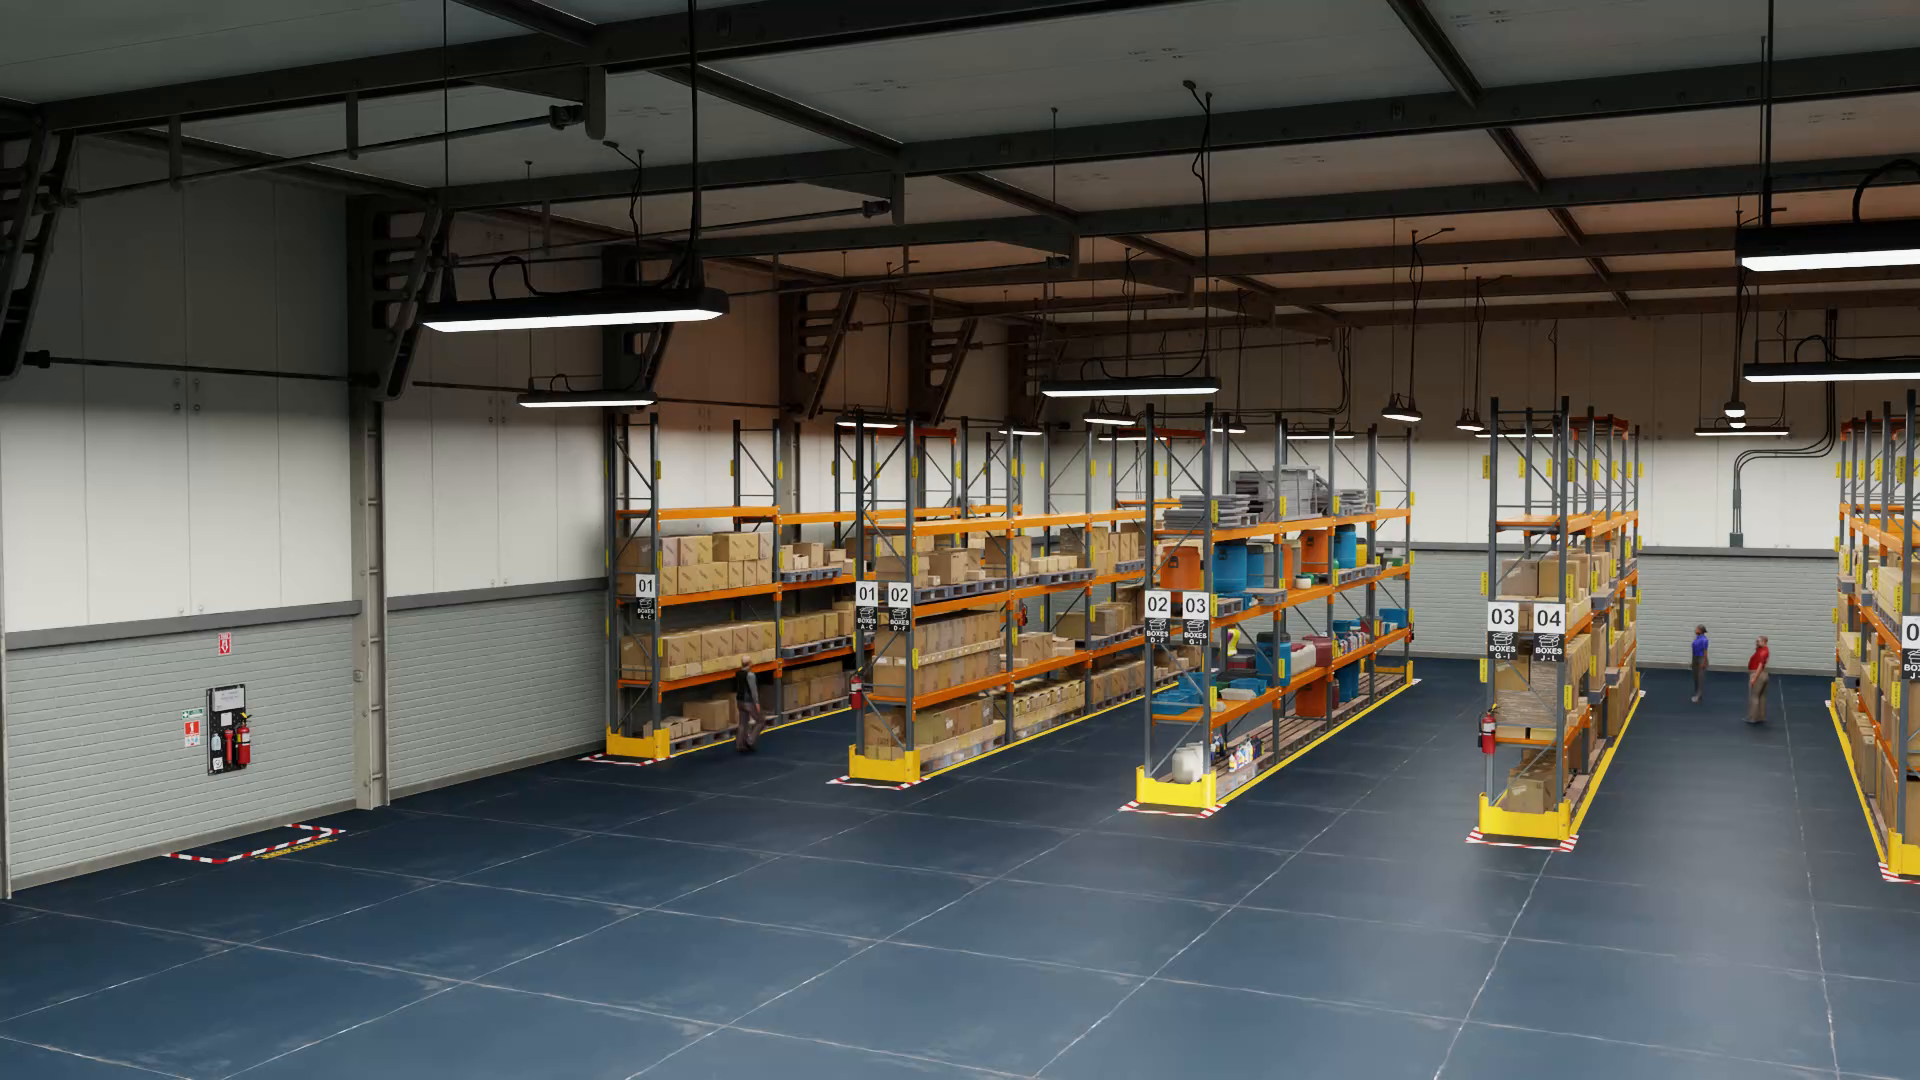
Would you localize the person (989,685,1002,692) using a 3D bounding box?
[{"bbox_3d":[0.709,2.725,34.751,0.466,1.684,0.461,0,2,-9],"label":"person"}]

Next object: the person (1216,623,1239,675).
[{"bbox_3d":[5.922,2.571,36.931,0.643,1.759,0.504,-2,3,-43],"label":"person"}]

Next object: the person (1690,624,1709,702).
[{"bbox_3d":[15.988,2.661,36.117,0.568,1.654,0.466,-1,3,-21],"label":"person"}]

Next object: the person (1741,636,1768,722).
[{"bbox_3d":[15.792,2.758,32.993,0.474,1.730,0.601,2,3,41],"label":"person"}]

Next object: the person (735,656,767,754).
[{"bbox_3d":[-3.709,2.907,29.361,0.493,1.745,0.602,-2,3,-36],"label":"person"}]
